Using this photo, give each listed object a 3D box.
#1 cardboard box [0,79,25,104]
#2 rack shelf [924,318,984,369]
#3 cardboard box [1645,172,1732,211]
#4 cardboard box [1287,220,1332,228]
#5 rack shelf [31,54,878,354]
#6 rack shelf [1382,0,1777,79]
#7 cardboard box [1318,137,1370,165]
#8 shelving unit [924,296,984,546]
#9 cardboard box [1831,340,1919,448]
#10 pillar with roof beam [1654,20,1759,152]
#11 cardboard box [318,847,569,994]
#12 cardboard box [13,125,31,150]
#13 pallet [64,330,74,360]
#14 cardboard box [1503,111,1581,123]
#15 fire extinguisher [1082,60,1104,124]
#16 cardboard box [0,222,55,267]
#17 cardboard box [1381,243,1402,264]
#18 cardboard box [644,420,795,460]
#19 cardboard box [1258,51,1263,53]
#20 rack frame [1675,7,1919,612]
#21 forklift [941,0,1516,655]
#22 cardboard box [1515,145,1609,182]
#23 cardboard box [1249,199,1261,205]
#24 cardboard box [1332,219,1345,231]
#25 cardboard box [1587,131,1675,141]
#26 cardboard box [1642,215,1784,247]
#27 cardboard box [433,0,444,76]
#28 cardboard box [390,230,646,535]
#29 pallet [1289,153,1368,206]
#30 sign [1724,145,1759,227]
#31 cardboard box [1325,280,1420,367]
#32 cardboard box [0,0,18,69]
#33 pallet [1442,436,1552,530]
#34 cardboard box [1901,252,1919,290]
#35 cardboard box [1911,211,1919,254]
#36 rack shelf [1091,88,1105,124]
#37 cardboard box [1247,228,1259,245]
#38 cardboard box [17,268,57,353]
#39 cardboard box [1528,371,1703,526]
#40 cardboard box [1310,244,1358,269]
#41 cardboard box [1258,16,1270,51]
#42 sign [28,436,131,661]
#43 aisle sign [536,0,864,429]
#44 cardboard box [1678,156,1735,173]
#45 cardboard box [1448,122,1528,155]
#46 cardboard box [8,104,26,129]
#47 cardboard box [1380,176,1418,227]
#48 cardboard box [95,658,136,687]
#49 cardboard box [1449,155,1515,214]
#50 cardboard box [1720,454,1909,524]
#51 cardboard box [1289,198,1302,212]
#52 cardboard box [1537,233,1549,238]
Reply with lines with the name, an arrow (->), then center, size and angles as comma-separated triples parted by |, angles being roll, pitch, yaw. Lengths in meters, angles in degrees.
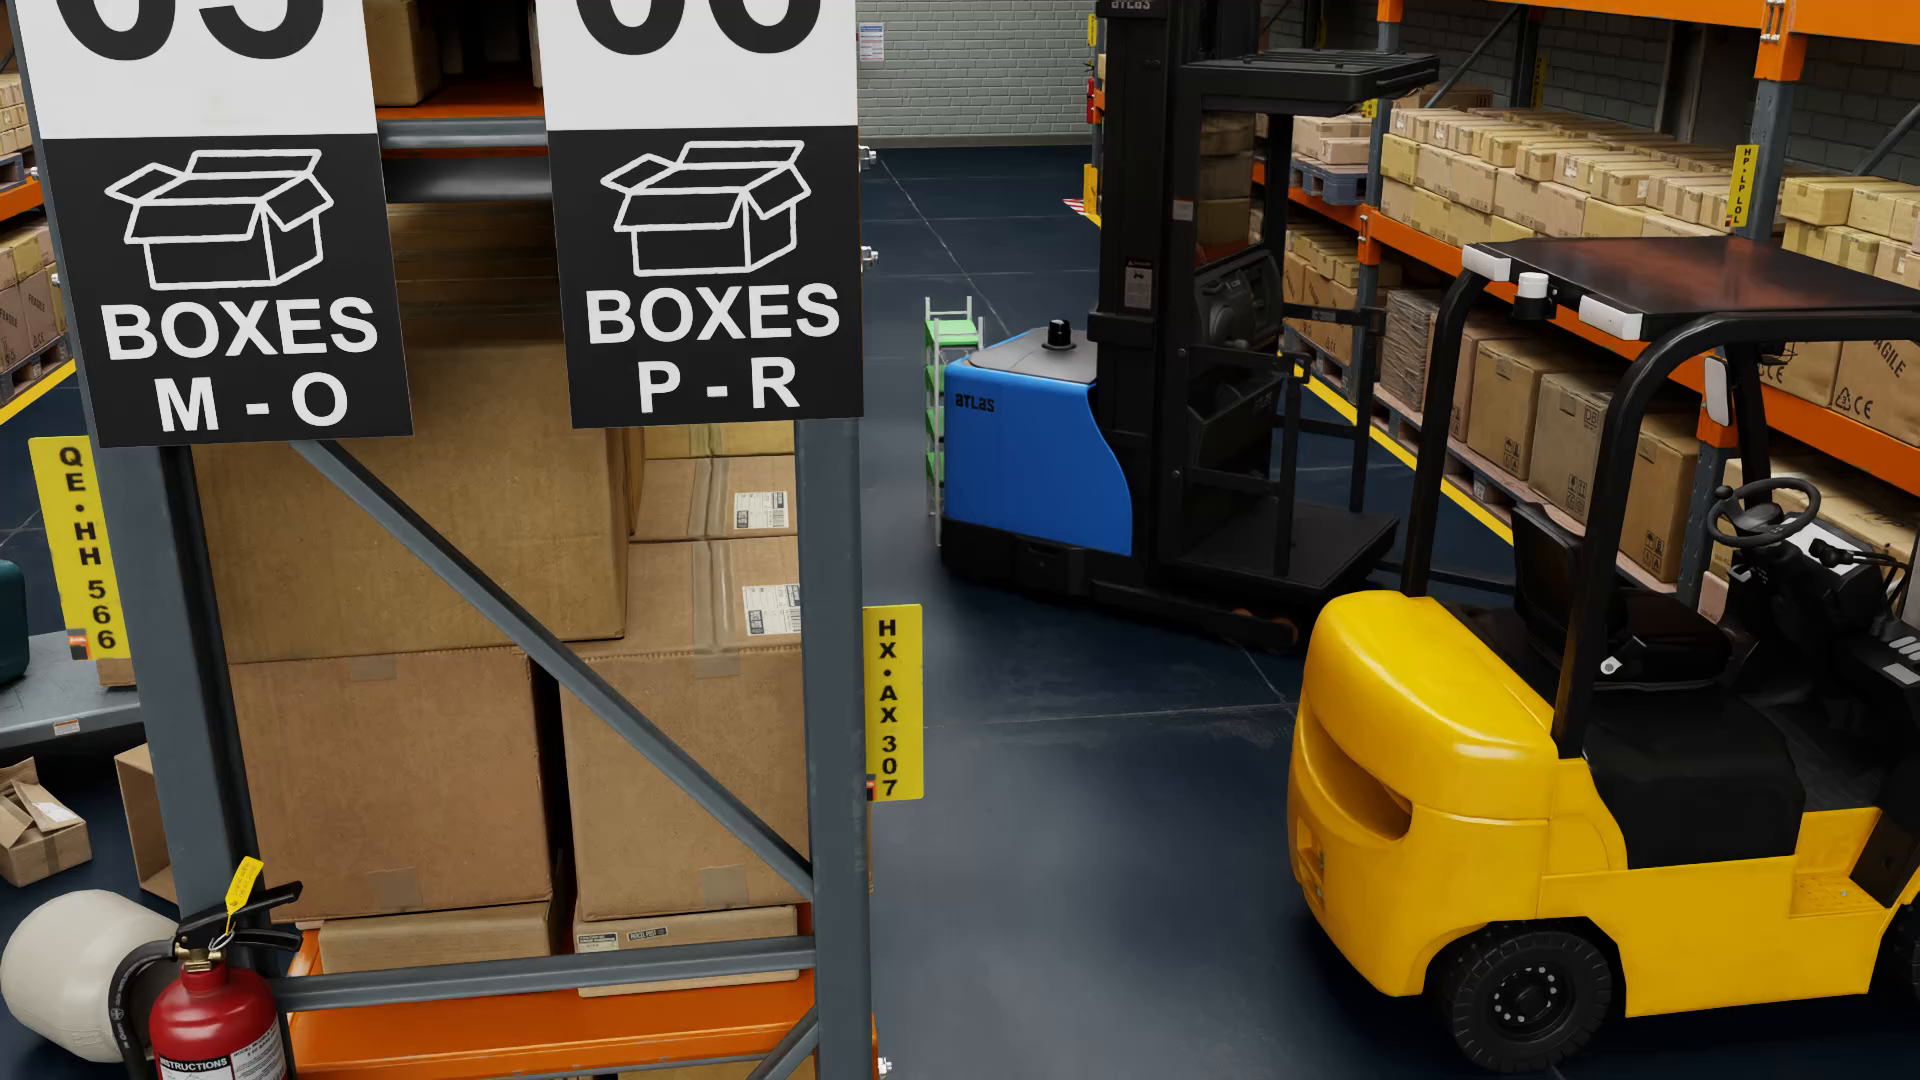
cardboard box -> -6.931, -3.233, 11.993 | 0.380, 0.149, 0.250 | -4, 21, -9
rack shelf -> -0.034, -1.011, 8.518 | 0.258, 0.148, 0.480 | -2, 21, -6
cardboard box -> 3.384, -1.587, 7.607 | 0.380, 0.149, 0.250 | -3, 21, -8
cardboard box -> 2.645, -2.374, 12.830 | 0.380, 0.149, 0.250 | -3, 21, -8
rack shelf -> -0.932, -1.077, 4.054 | 1.077, 0.370, 4.000 | -3, 21, -8
rack shelf -> 3.403, -2.714, 8.436 | 1.077, 0.370, 4.000 | -3, 21, -8
cardboard box -> 2.640, -2.625, 11.216 | 0.380, 0.149, 0.250 | -3, 21, -7
shelving unit -> -0.034, -0.621, 8.664 | 0.258, 1.200, 0.503 | -2, 21, -6
cardboard box -> 3.589, -0.654, 6.036 | 0.500, 0.500, 0.500 | -3, 21, -7
pillar with roof beam -> -0.065, -4.525, 7.971 | 9.100, 9.000, 0.400 | -3, 21, -8
cardboard box -> -0.909, 0.683, 2.961 | 0.380, 0.149, 0.250 | -2, 21, -6
cardboard box -> -6.896, -2.875, 11.885 | 0.380, 0.149, 0.250 | -4, 21, -11
pallet -> -7.143, -1.611, 12.727 | 1.003, 0.211, 1.213 | -3, 21, -8
cardboard box -> 3.510, -2.501, 10.056 | 0.380, 0.149, 0.250 | -2, 21, -6
fire extinguisher -> 1.483, -4.924, 18.257 | 0.296, 0.674, 0.183 | -3, 21, -8
cardboard box -> -6.838, -2.140, 12.059 | 0.500, 0.250, 0.500 | -2, 21, -5
cardboard box -> 3.221, -2.039, 11.934 | 0.380, 0.149, 0.250 | -3, 21, -7
cardboard box -> -0.590, -0.036, 3.958 | 0.500, 0.500, 0.500 | -3, 21, -9
cardboard box -> 2.387, -3.788, 13.827 | 0.700, 0.500, 0.500 | -2, 21, -6
rack frame -> 3.691, -0.953, 6.981 | 1.000, 3.000, 0.127 | -3, 21, -8
forklift -> 1.433, -1.075, 7.407 | 3.031, 2.935, 1.130 | 12, 24, 29
cardboard box -> 3.094, -1.940, 8.552 | 0.380, 0.149, 0.250 | -3, 21, -9
cardboard box -> 2.491, -2.735, 13.796 | 0.380, 0.149, 0.250 | -4, 21, -11
cardboard box -> 3.112, -2.404, 12.912 | 0.380, 0.149, 0.250 | -4, 21, -10
cardboard box -> 3.671, -2.150, 9.117 | 0.380, 0.149, 0.250 | -3, 21, -9
cardboard box -> 3.368, -1.274, 7.340 | 0.500, 0.250, 0.500 | -3, 21, -9
cardboard box -> -1.040, -0.798, 2.637 | 0.380, 0.149, 0.250 | -3, 21, -7
cardboard box -> -0.998, -0.312, 3.269 | 0.700, 0.500, 0.500 | -3, 21, -7
pallet -> 2.948, -2.479, 11.341 | 1.213, 0.211, 1.003 | -3, 21, -8
sign -> 3.156, -1.428, 6.710 | 0.100, 0.325, 0.005 | -3, 21, -8
cardboard box -> 2.841, -1.499, 11.415 | 0.500, 0.500, 0.500 | -2, 21, -6
cardboard box -> -7.592, -3.990, 13.115 | 0.500, 0.500, 0.500 | -4, 21, -10
pallet -> 3.367, -0.323, 9.280 | 1.003, 0.211, 1.213 | -3, 21, -8
cardboard box -> 3.543, -0.913, 5.802 | 0.380, 0.149, 0.250 | -2, 21, -7
cardboard box -> 3.552, -1.050, 5.744 | 0.380, 0.149, 0.250 | -2, 21, -7
rack shelf -> 2.250, -4.078, 16.377 | 1.077, 0.370, 4.000 | -3, 21, -8
cardboard box -> 2.539, -2.213, 13.326 | 0.500, 0.500, 0.500 | -4, 21, -9
cardboard box -> -6.758, -1.613, 11.721 | 0.500, 0.500, 0.500 | -3, 21, -9
cardboard box -> 3.501, -0.486, 8.525 | 0.875, 0.625, 0.625 | -3, 21, -8
cardboard box -> 2.729, -2.012, 11.862 | 0.380, 0.149, 0.250 | -4, 21, -10
cardboard box -> 2.587, -4.672, 15.656 | 0.500, 0.500, 0.500 | -3, 21, -9
sign -> -1.195, 0.014, 2.285 | 0.100, 0.325, 0.005 | -3, 21, -8
aisle sign -> -0.328, -0.528, 2.128 | 0.394, 0.787, 0.004 | -3, 21, -8
cardboard box -> 3.763, -1.793, 8.160 | 0.380, 0.149, 0.250 | -3, 21, -8
cardboard box -> 3.022, -2.293, 9.500 | 0.380, 0.149, 0.250 | -3, 21, -7
cardboard box -> -6.888, -3.005, 11.810 | 0.380, 0.149, 0.250 | -4, 21, -10
cardboard box -> 2.937, -2.102, 10.270 | 0.500, 0.250, 0.500 | -3, 21, -8
cardboard box -> -2.977, 0.215, 6.343 | 0.500, 0.500, 0.500 | -3, 21, -8
cardboard box -> 3.066, -1.980, 9.231 | 0.500, 0.250, 0.500 | -3, 21, -9
cardboard box -> 3.451, -0.147, 6.722 | 0.500, 0.250, 0.500 | -3, 21, -9
cardboard box -> 2.963, -2.765, 13.877 | 0.380, 0.149, 0.250 | -3, 21, -7
cardboard box -> 3.241, -1.391, 8.368 | 0.500, 0.250, 0.500 | -3, 21, -7
